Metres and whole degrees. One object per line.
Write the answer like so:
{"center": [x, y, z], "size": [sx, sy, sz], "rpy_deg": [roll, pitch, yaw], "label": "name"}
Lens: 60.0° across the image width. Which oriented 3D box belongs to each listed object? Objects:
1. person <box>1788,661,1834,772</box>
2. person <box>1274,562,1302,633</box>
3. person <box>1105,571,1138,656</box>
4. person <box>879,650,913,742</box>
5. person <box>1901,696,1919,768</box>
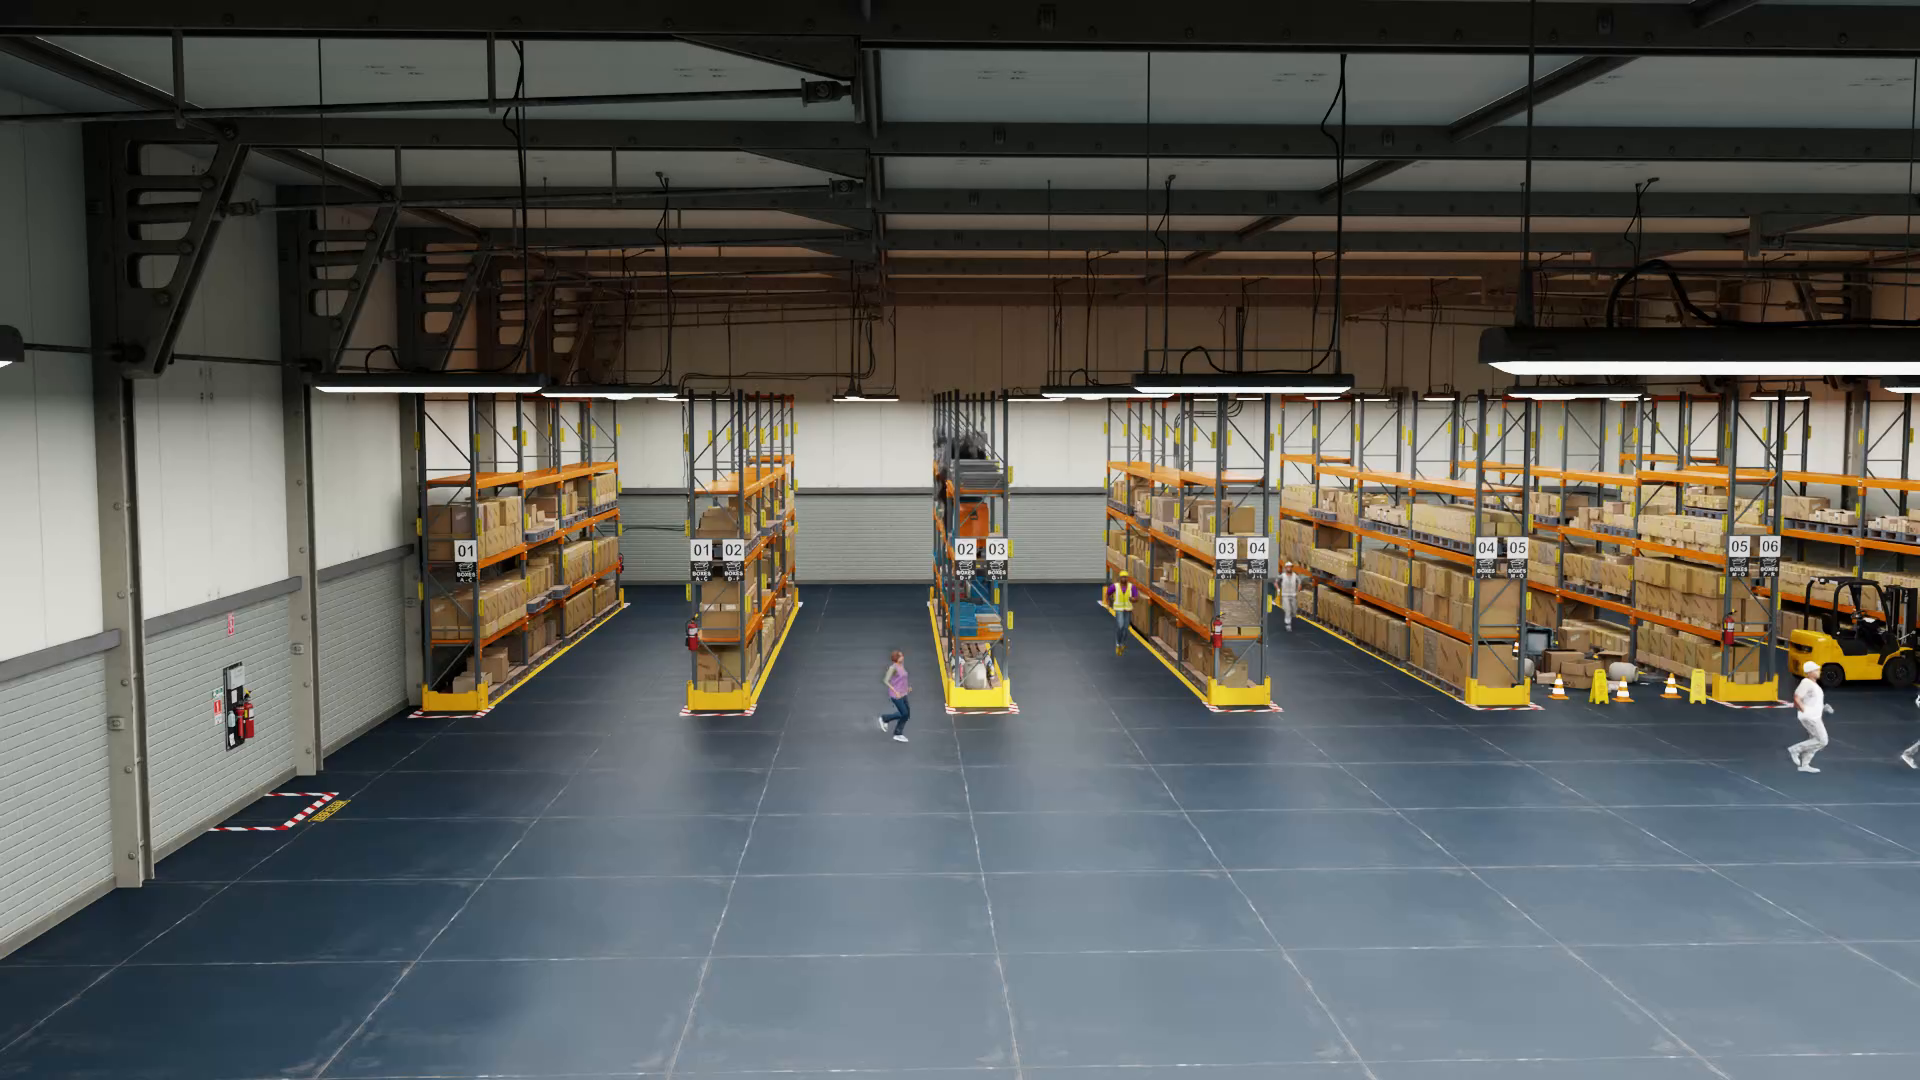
{"center": [13.235, 2.752, 25.849], "size": [0.596, 1.734, 0.687], "rpy_deg": [3, 6, 34], "label": "person"}
{"center": [8.272, 1.432, 41.871], "size": [0.669, 1.760, 0.867], "rpy_deg": [0, 5, -1], "label": "person"}
{"center": [3.576, 1.604, 36.446], "size": [0.669, 1.859, 0.712], "rpy_deg": [-1, 5, -9], "label": "person"}
{"center": [-1.095, 2.649, 28.339], "size": [0.544, 1.559, 0.544], "rpy_deg": [2, 5, 24], "label": "person"}
{"center": [15.012, 2.815, 25.683], "size": [0.817, 1.597, 0.547], "rpy_deg": [4, 6, 41], "label": "person"}
